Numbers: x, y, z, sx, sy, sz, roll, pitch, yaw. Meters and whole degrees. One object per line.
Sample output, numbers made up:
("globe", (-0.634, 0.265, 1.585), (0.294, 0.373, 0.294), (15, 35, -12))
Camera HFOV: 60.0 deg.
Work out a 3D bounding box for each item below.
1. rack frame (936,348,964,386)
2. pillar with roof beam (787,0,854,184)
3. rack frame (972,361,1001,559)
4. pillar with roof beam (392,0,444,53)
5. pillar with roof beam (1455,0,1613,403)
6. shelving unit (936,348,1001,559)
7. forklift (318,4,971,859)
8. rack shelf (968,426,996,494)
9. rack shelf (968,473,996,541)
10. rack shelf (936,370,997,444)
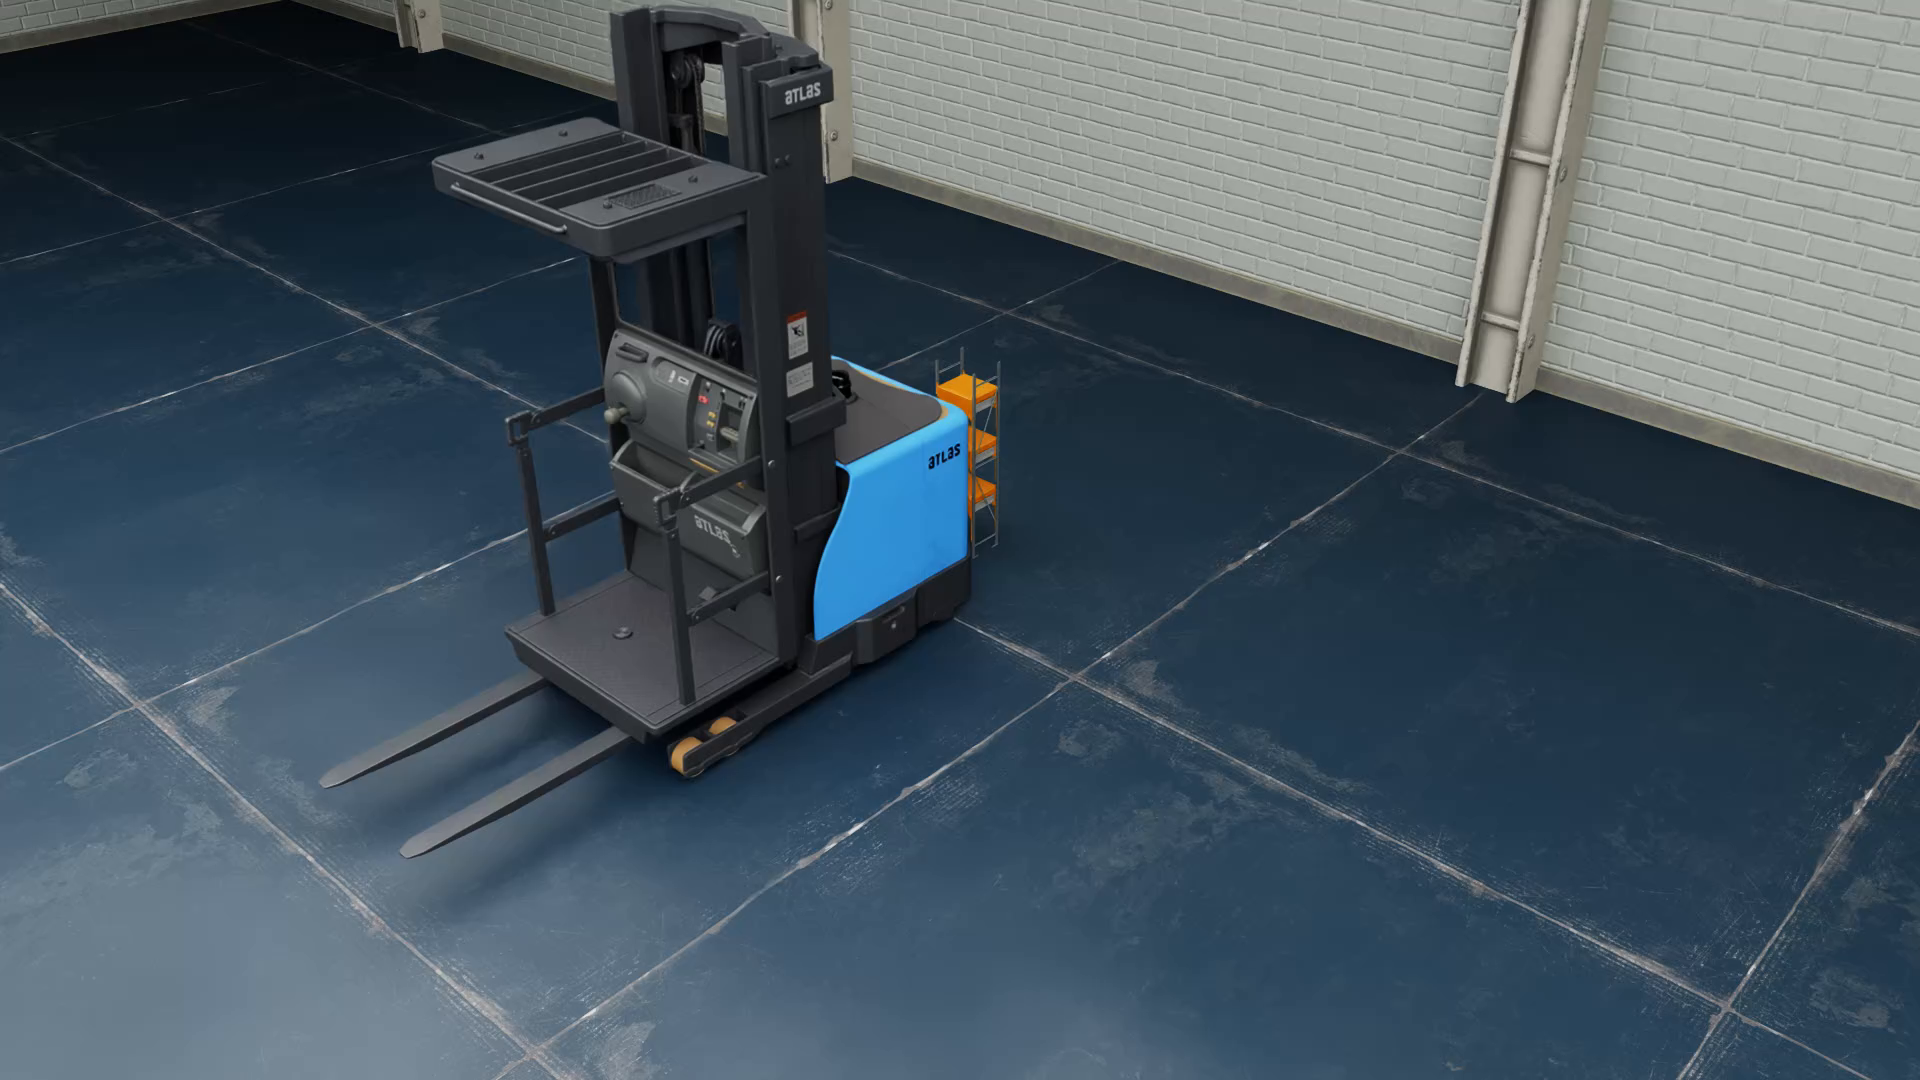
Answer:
("rack frame", (-0.051, -0.473, 8.519), (0.008, 1.050, 0.200), (25, 39, 35))
("pillar with roof beam", (-4.006, -5.246, 8.739), (0.400, 9.000, 9.100), (25, 39, 35))
("rack frame", (0.130, -0.389, 8.378), (0.008, 1.050, 0.200), (25, 39, 35))
("pillar with roof beam", (-8.455, -7.322, 12.188), (0.400, 9.000, 9.100), (25, 39, 35))
("pillar with roof beam", (0.442, -3.169, 5.290), (0.400, 9.000, 9.100), (25, 39, 35))
("shelving unit", (0.040, -0.431, 8.448), (0.252, 1.050, 0.215), (25, 39, 35))
("forklift", (-1.317, -0.545, 6.814), (1.130, 2.935, 3.031), (26, 39, 36))
("rack shelf", (0.040, -0.422, 8.454), (0.240, 0.259, 0.215), (25, 39, 35))
("rack shelf", (0.040, -0.184, 8.597), (0.240, 0.259, 0.215), (25, 39, 35))
("rack shelf", (0.040, -0.665, 8.308), (0.240, 0.259, 0.215), (25, 39, 35))
